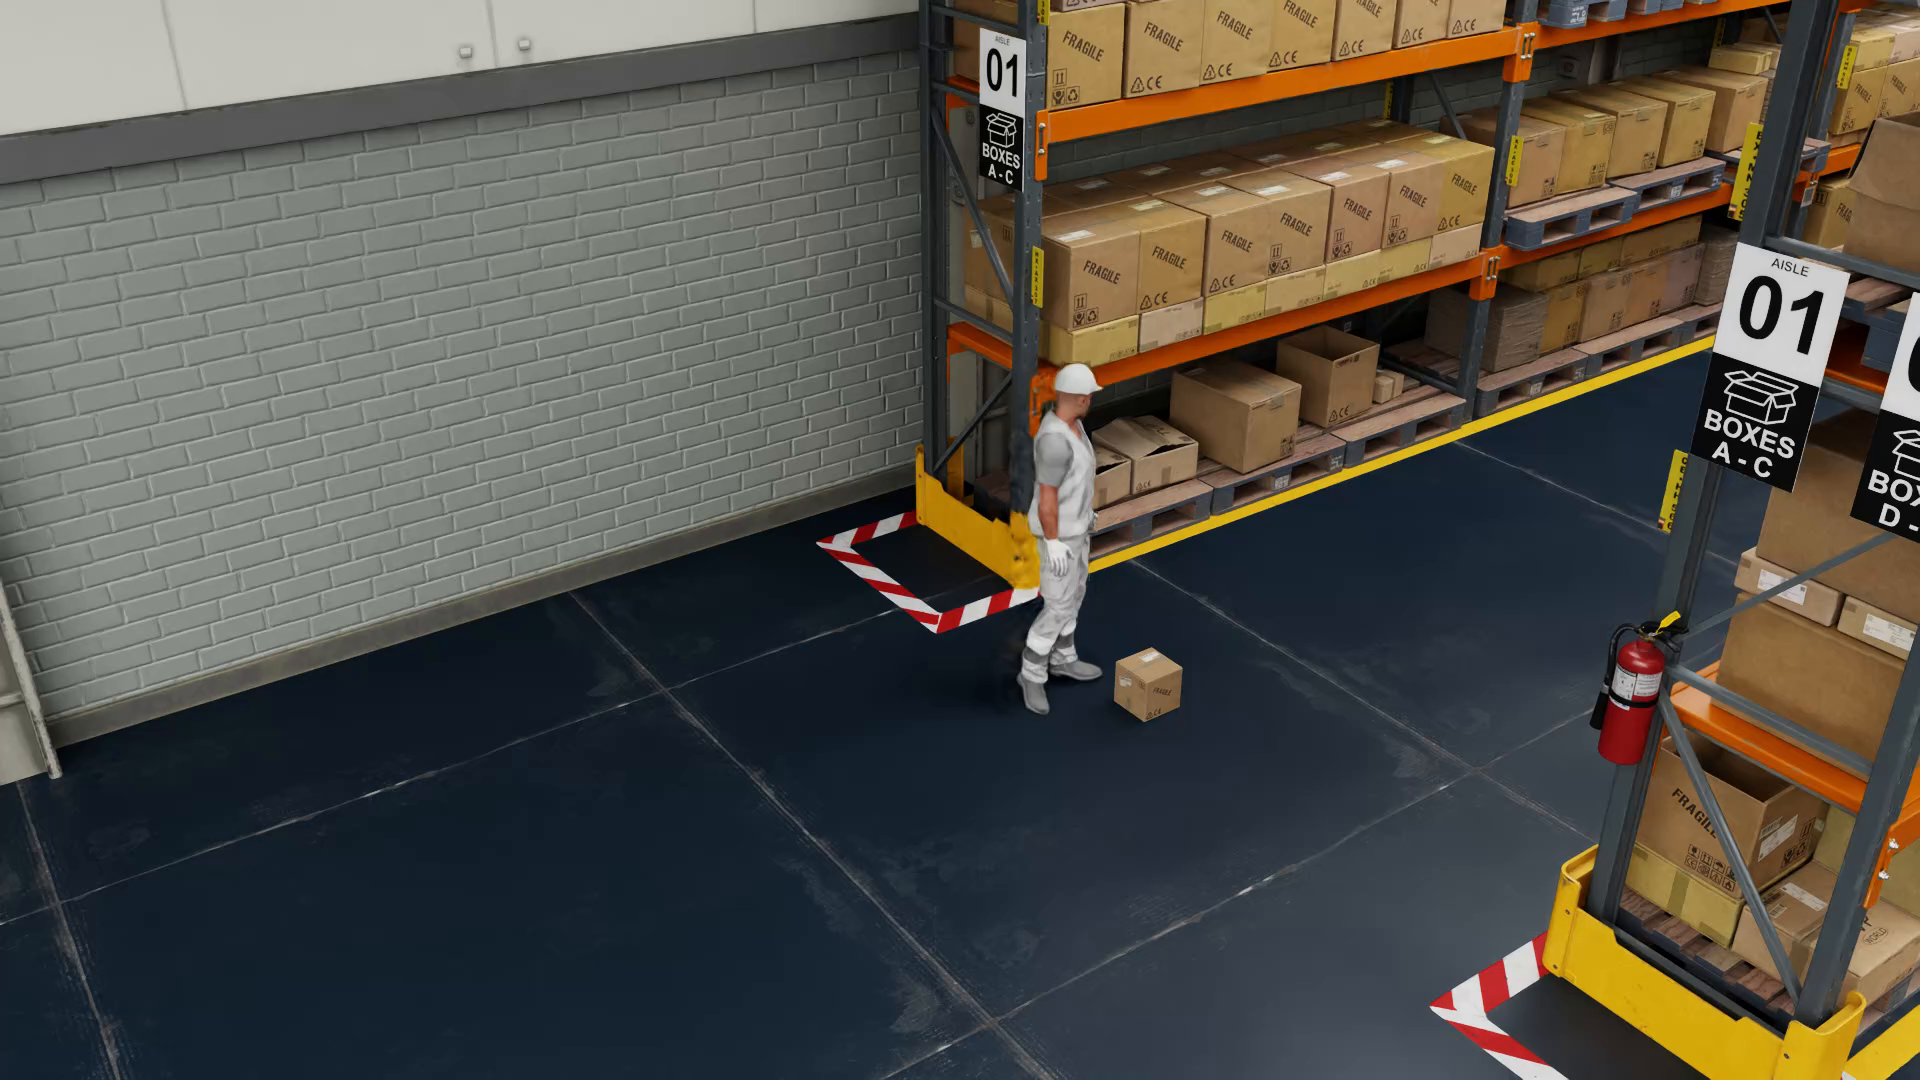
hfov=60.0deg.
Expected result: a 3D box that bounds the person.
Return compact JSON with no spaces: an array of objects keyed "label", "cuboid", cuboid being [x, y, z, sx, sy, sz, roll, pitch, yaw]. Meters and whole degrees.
[{"label":"person","cuboid":[0.556,-0.027,8.631,0.419,1.812,0.721,8,29,15]}]
